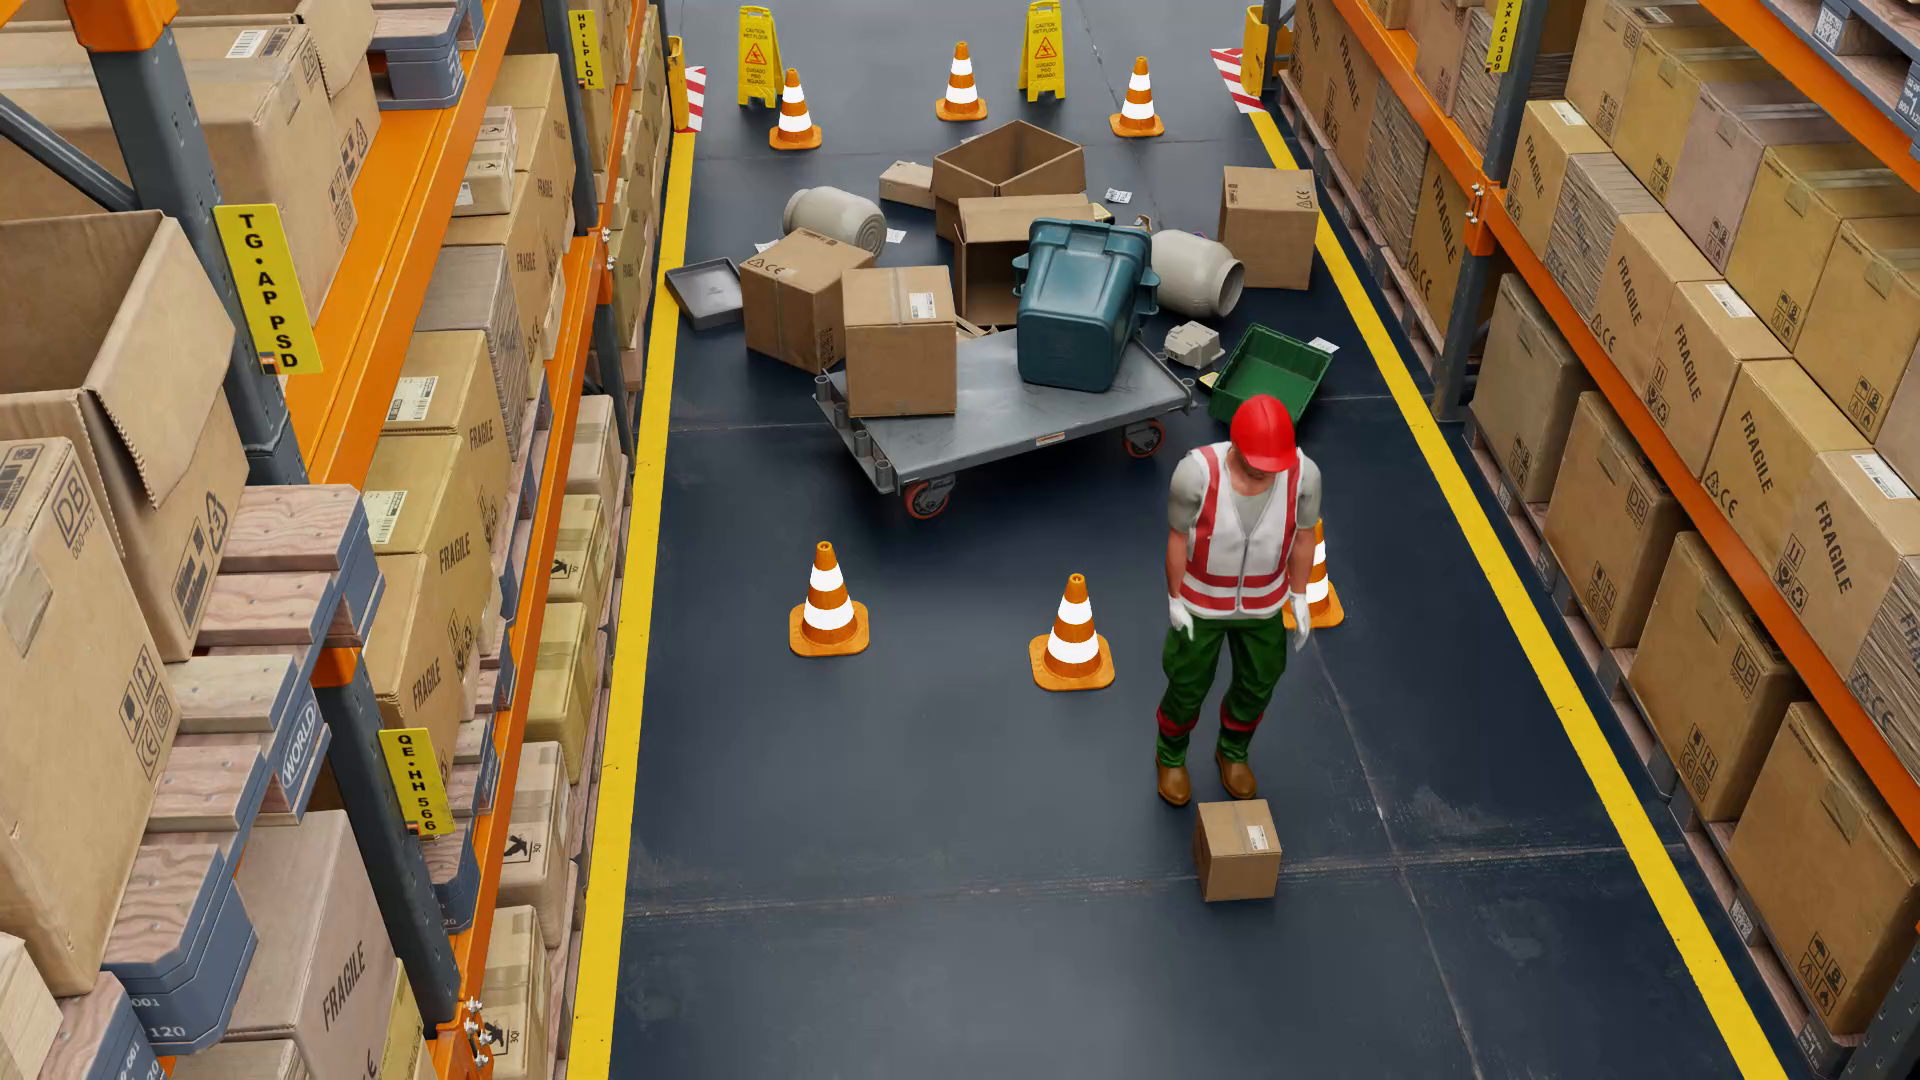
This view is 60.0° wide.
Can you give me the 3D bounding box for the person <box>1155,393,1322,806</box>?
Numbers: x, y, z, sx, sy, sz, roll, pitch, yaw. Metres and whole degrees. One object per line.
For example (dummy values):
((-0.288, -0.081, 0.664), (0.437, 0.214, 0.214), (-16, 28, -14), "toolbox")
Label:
((0.972, 0.226, 5.867), (0.531, 1.770, 0.377), (-2, 39, -3), "person")
